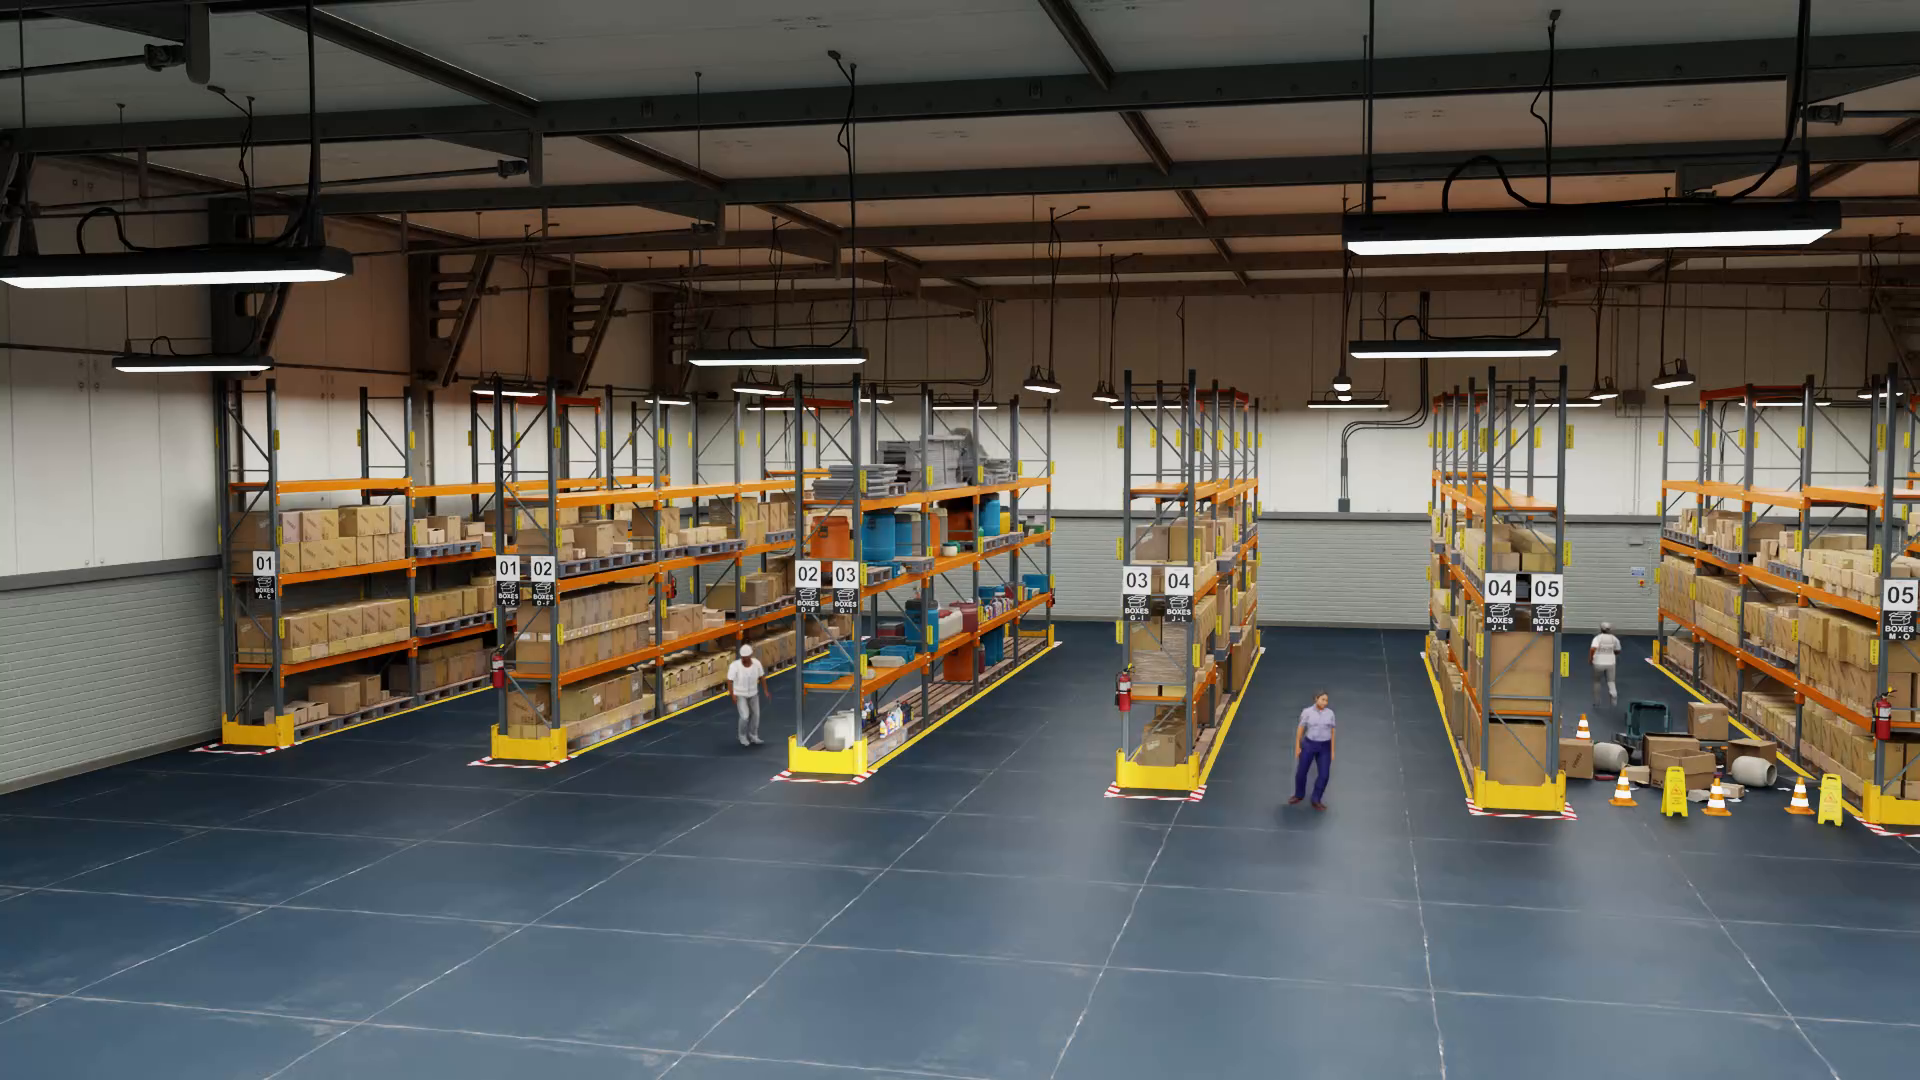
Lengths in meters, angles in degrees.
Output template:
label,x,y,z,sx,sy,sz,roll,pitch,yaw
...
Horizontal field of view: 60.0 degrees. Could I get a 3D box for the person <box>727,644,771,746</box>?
label,x,y,z,sx,sy,sz,roll,pitch,yaw
person,-3.468,2.527,27.211,0.706,1.695,0.625,-2,4,-33

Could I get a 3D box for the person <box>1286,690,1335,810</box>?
label,x,y,z,sx,sy,sz,roll,pitch,yaw
person,4.773,2.834,22.586,0.618,1.630,0.490,0,3,-5

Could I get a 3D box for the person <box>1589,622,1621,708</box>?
label,x,y,z,sx,sy,sz,roll,pitch,yaw
person,11.949,2.327,30.832,0.606,1.633,0.861,0,3,7

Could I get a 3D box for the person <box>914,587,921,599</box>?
label,x,y,z,sx,sy,sz,roll,pitch,yaw
person,-0.947,1.845,36.677,0.601,1.647,0.618,1,3,9
